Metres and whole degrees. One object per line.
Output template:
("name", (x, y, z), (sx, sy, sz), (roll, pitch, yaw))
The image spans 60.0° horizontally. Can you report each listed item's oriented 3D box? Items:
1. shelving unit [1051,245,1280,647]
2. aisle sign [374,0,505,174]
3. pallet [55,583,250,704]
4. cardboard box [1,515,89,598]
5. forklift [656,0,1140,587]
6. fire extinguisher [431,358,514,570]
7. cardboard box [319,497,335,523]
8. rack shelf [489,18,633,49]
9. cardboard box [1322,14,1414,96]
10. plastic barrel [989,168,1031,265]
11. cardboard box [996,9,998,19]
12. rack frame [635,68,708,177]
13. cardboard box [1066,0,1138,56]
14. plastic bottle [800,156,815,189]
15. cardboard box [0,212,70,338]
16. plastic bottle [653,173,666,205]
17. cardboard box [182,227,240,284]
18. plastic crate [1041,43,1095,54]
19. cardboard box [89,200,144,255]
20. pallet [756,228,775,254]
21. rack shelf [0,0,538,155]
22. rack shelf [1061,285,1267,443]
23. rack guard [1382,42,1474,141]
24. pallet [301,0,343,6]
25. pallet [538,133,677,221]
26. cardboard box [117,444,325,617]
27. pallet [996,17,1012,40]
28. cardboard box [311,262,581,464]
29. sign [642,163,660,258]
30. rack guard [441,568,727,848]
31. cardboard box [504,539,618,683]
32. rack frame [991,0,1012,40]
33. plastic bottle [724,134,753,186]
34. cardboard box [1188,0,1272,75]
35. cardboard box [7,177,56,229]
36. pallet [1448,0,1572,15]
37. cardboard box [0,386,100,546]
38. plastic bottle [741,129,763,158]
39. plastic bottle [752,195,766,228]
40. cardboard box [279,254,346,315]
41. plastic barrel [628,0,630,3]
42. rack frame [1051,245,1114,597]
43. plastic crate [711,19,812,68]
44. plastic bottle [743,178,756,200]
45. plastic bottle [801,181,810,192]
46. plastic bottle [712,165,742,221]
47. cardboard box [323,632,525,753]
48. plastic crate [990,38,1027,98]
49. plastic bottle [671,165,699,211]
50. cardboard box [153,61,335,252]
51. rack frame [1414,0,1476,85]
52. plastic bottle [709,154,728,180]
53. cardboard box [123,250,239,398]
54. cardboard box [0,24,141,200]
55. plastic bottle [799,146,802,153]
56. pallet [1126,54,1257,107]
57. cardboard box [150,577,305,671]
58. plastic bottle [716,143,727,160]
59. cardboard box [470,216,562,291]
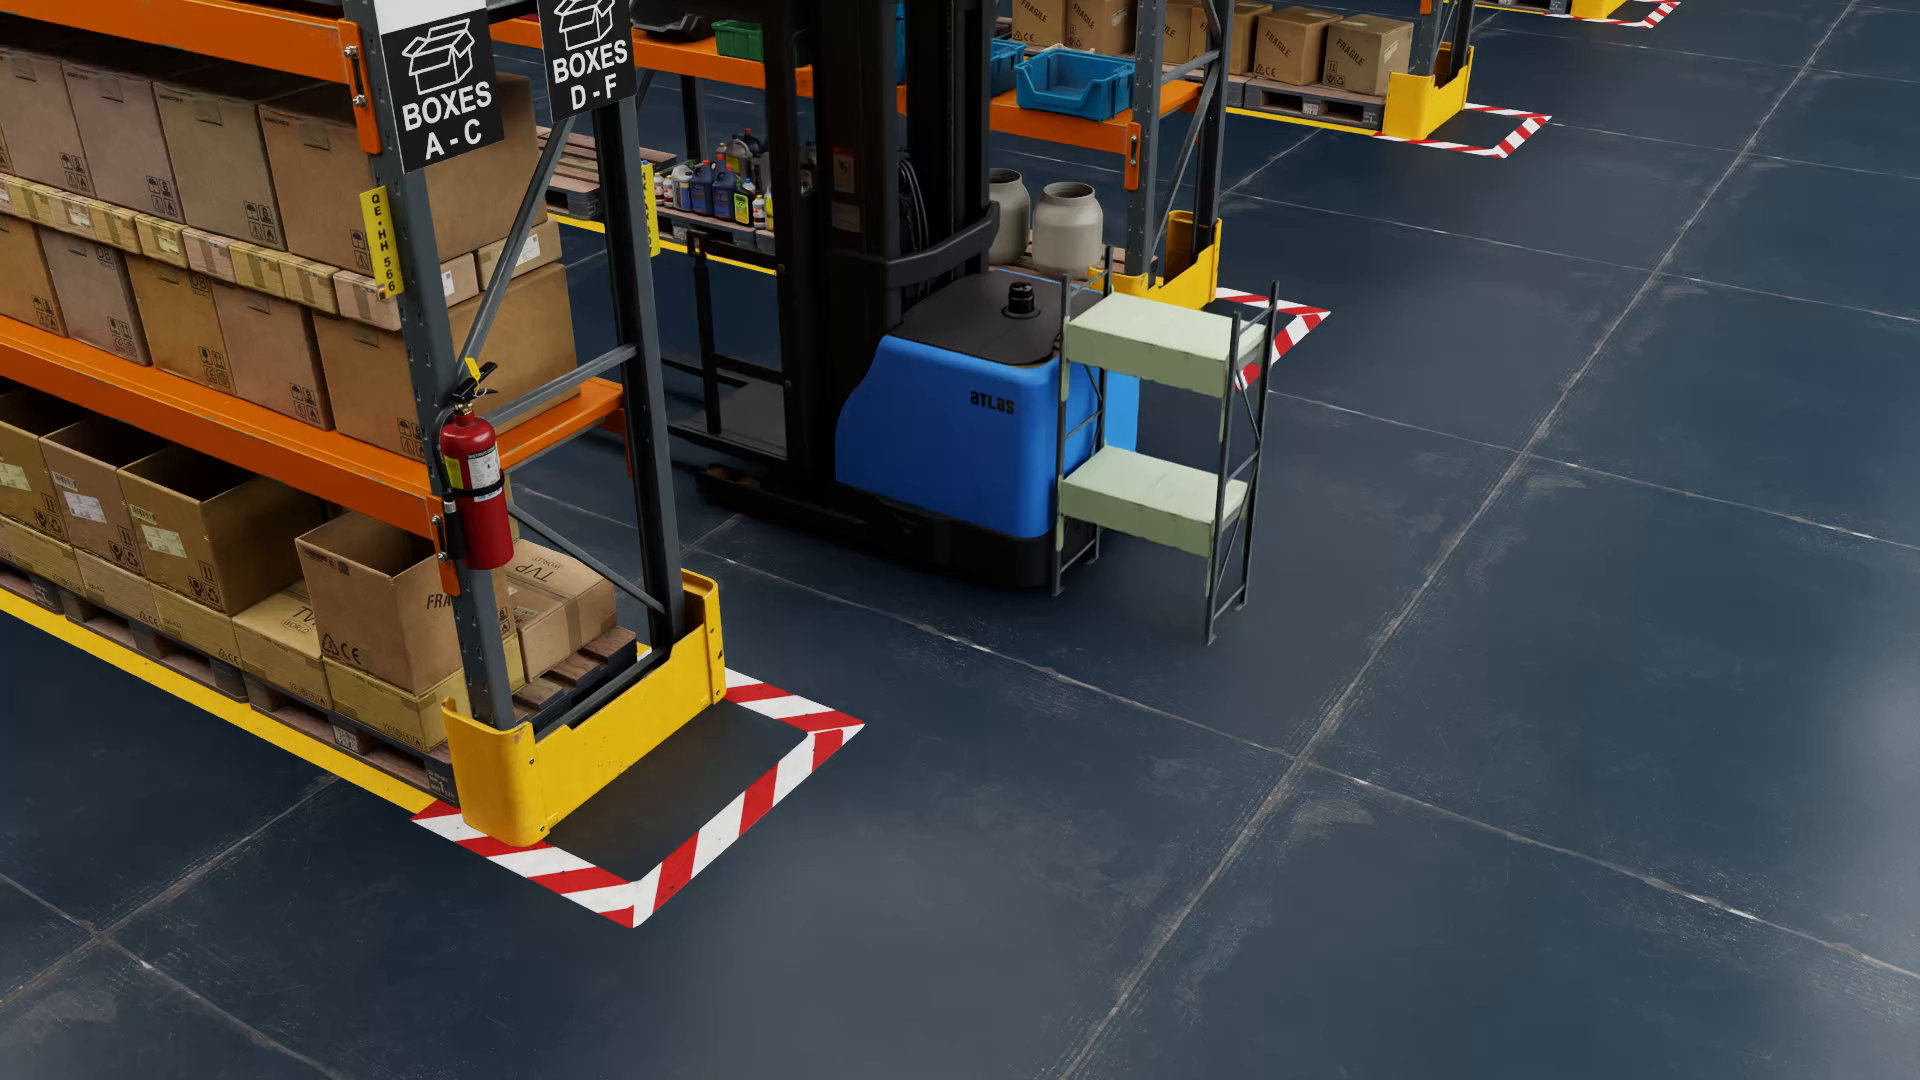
("shelving unit", (0.828, -0.386, 6.923), (0.755, 1.500, 0.431), (18, 35, 27))
("aisle sign", (-1.493, -1.476, 4.723), (0.004, 0.787, 0.394), (18, 35, 27))
("pallet", (-3.092, 0.194, 7.208), (1.213, 0.211, 1.003), (18, 35, 27))
("cardboard box", (-3.707, -0.035, 7.146), (0.500, 0.250, 0.500), (18, 35, 27))
("forklift", (-0.680, -1.606, 7.594), (3.031, 2.935, 1.130), (18, 35, 27))
("fire extinguisher", (-1.539, -0.233, 5.249), (0.183, 0.674, 0.296), (18, 35, 27))
("cardboard box", (-2.583, -0.314, 6.879), (0.500, 0.500, 0.500), (18, 35, 27))
("rack shelf", (-3.838, -3.906, 12.182), (4.000, 0.370, 1.077), (18, 35, 27))
("cardboard box", (3.357, -3.999, 13.692), (0.500, 0.500, 0.500), (25, 39, 36))
("plastic barrel", (0.222, -1.994, 10.243), (0.421, 0.512, 0.421), (0, 30, 0))
("cardboard box", (-0.019, -5.079, 15.523), (0.500, 0.500, 0.700), (15, 33, 24))
("rack frame", (-2.144, -3.681, 11.082), (0.127, 3.000, 1.000), (18, 35, 27))
("cardboard box", (1.296, -4.622, 14.759), (0.500, 0.500, 0.500), (-23, 37, -33))
("plastic bottle", (-1.042, -2.459, 11.248), (0.133, 0.283, 0.061), (18, 35, 27))
("cardboard box", (-3.528, -1.220, 6.765), (0.500, 0.500, 0.700), (18, 35, 28))
("plastic bottle", (-2.021, -2.362, 11.163), (0.097, 0.201, 0.097), (0, 30, 0))
("cardboard box", (-2.468, -1.047, 5.825), (0.250, 0.149, 0.380), (18, 35, 28))
("plastic crate", (0.657, -2.872, 9.958), (0.250, 0.136, 0.298), (18, 35, 27))
("cardboard box", (-2.915, -1.187, 6.064), (0.250, 0.149, 0.380), (19, 35, 29))
("pallet", (-0.560, -1.952, 10.887), (1.213, 0.211, 1.003), (18, 35, 27))
("rack shelf", (-3.086, -2.017, 5.967), (4.000, 0.370, 1.077), (18, 35, 27))
("rack shelf", (0.828, -0.723, 6.726), (0.720, 0.370, 0.431), (18, 35, 27))
("rack guard", (3.813, -3.664, 13.534), (0.348, 0.500, 1.175), (18, 35, 27))
("pallet", (-1.977, -1.954, 5.233), (1.213, 0.211, 1.003), (18, 35, 27))
("pallet", (-2.830, -2.670, 12.117), (1.213, 0.211, 1.003), (18, 35, 27))
("cardboard box", (-2.860, -0.092, 6.499), (0.500, 0.500, 0.500), (18, 35, 27))
("pallet", (-0.171, -4.798, 15.765), (1.213, 0.211, 1.003), (18, 35, 27))
("cardboard box", (-1.781, -0.670, 5.822), (0.500, 0.500, 0.700), (18, 35, 27))
("sign", (-1.092, -1.139, 5.789), (0.005, 0.325, 0.100), (18, 35, 27))
("rack guard", (-1.372, 0.590, 6.242), (0.348, 0.500, 1.175), (18, 35, 27))
("cardboard box", (-1.728, 0.272, 6.620), (0.500, 0.250, 0.500), (18, 35, 27))
("rack frame", (0.489, -5.795, 14.706), (0.127, 3.000, 1.000), (18, 35, 27))
("plastic bottle", (-1.522, -2.615, 11.449), (0.185, 0.351, 0.144), (18, 35, 27))
("cardboard box", (2.313, -4.320, 14.243), (0.500, 0.500, 0.500), (21, 36, 32))
("cardboard box", (-3.342, -1.323, 6.298), (0.250, 0.149, 0.380), (17, 34, 27))
("pallet", (5.881, -5.789, 17.464), (1.213, 0.211, 1.003), (18, 35, 27))
("cardboard box", (-3.707, -0.360, 6.957), (0.500, 0.500, 0.500), (18, 35, 27))
("plastic bottle", (-1.445, -2.677, 11.554), (0.185, 0.351, 0.144), (17, 34, 26))
("plastic bottle", (-1.294, -2.132, 10.769), (0.097, 0.201, 0.097), (0, 30, 0))
("cardboard box", (-2.040, -0.910, 5.590), (0.250, 0.149, 0.380), (18, 35, 29))
("plastic barrel", (-2.310, -4.130, 11.355), (0.708, 0.901, 0.600), (18, 35, 27))
("rack frame", (0.518, -0.484, 7.091), (0.023, 1.500, 0.400), (18, 35, 27))
("plastic crate", (-1.144, -3.105, 10.306), (0.662, 0.188, 0.450), (18, 35, 27))
("plastic bottle", (-1.376, -2.225, 10.858), (0.097, 0.271, 0.097), (0, 30, 0))
("plastic bottle", (-1.003, -2.119, 10.597), (0.185, 0.351, 0.144), (19, 35, 29))
("plastic bottle", (-1.521, -2.283, 10.878), (0.185, 0.351, 0.144), (16, 34, 25))
("cardboard box", (-2.004, 0.493, 6.241), (0.500, 0.250, 0.500), (18, 35, 27))
("plastic crate", (0.114, -2.728, 9.596), (0.408, 0.251, 0.499), (18, 35, 27))
("plastic bottle", (-1.819, -2.347, 11.062), (0.135, 0.276, 0.152), (19, 35, 29))
("cardboard box", (-2.274, -1.383, 5.757), (0.500, 0.500, 0.700), (17, 34, 26))
("rack frame", (3.877, -4.723, 12.869), (0.127, 3.000, 1.000), (18, 35, 27))
("plastic bottle", (-1.604, -2.395, 11.070), (0.185, 0.351, 0.144), (18, 35, 27))
("cardboard box", (-2.646, -0.944, 6.292), (0.500, 0.500, 0.700), (18, 35, 28))
("cardboard box", (-3.126, -1.652, 6.218), (0.500, 0.500, 0.700), (18, 35, 27))
("plastic bottle", (-1.122, -2.571, 11.439), (0.133, 0.283, 0.061), (20, 36, 31))
("pallet", (2.114, -4.099, 14.566), (1.213, 0.211, 1.003), (18, 35, 27))
("cardboard box", (-2.858, 0.231, 6.690), (0.500, 0.250, 0.500), (18, 35, 27))
("plastic bottle", (-1.671, -2.698, 11.738), (0.097, 0.201, 0.097), (0, 30, 0))
("cardboard box", (-1.610, -1.016, 5.773), (0.250, 0.149, 0.380), (17, 34, 27))
